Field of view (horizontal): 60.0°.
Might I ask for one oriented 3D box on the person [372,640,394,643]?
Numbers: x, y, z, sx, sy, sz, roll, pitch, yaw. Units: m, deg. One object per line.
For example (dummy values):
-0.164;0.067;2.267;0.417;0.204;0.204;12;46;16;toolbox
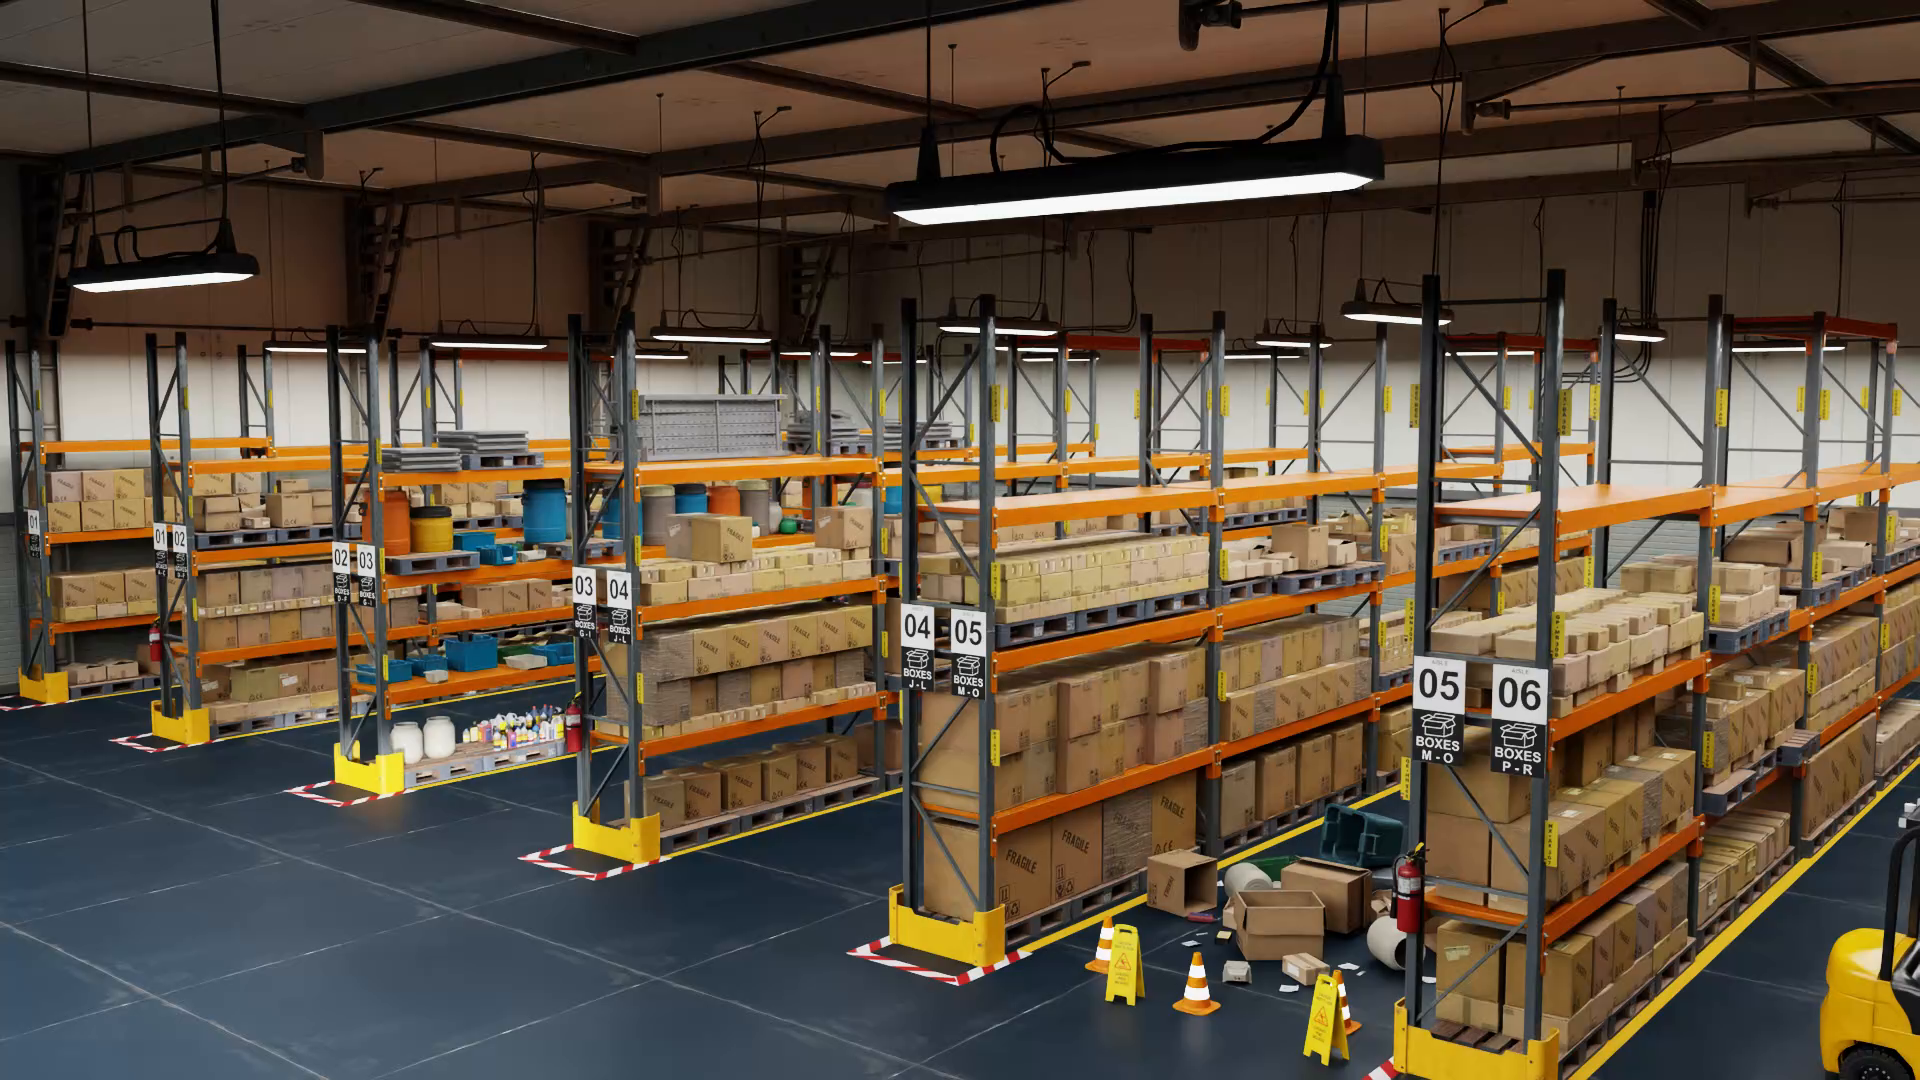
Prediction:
-10.051;1.672;29.165;0.627;1.763;0.705;3;6;28;person
